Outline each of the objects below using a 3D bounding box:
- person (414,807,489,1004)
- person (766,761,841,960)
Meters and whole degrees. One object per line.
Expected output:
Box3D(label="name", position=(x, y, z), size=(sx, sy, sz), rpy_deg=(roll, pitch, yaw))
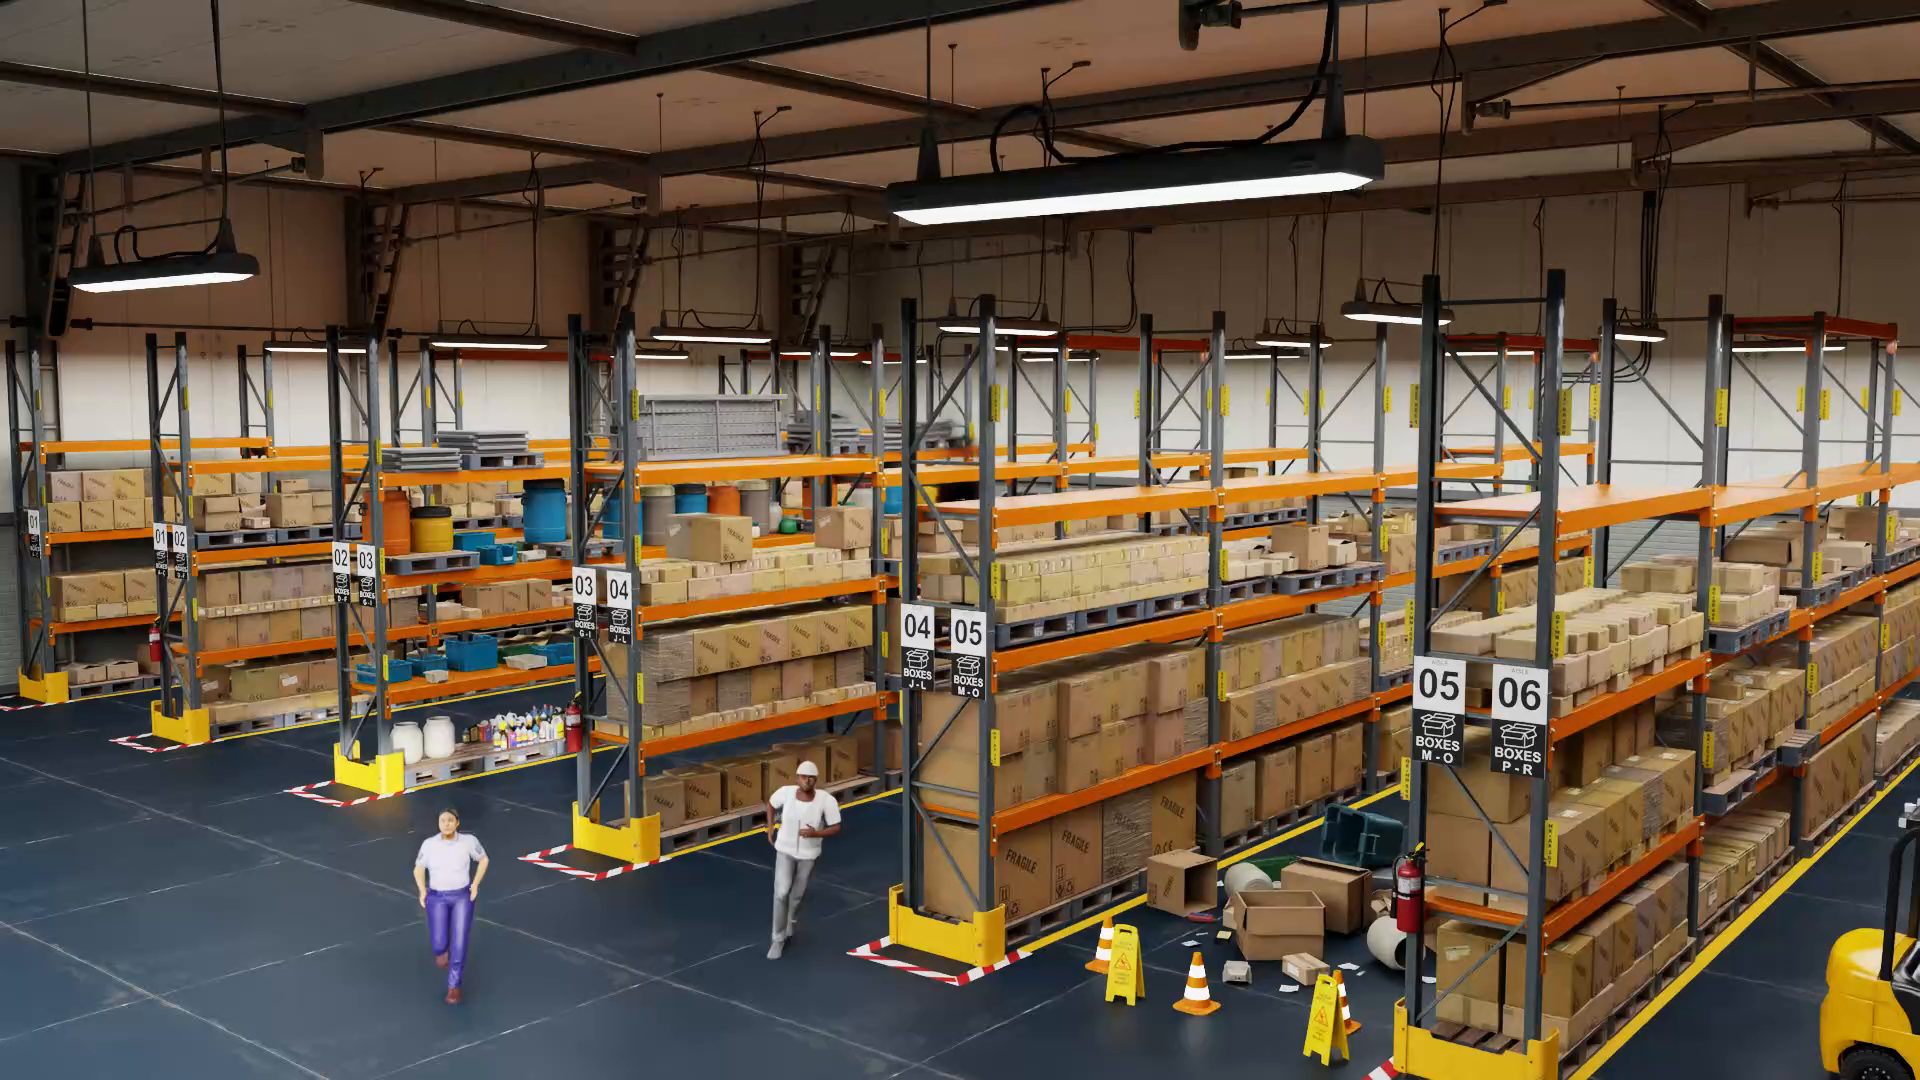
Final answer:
Box3D(label="person", position=(-4.372, 3.095, 14.316), size=(0.616, 1.619, 0.694), rpy_deg=(-1, 5, -13))
Box3D(label="person", position=(-1.448, 2.924, 15.432), size=(0.697, 1.810, 0.765), rpy_deg=(0, 5, -4))
